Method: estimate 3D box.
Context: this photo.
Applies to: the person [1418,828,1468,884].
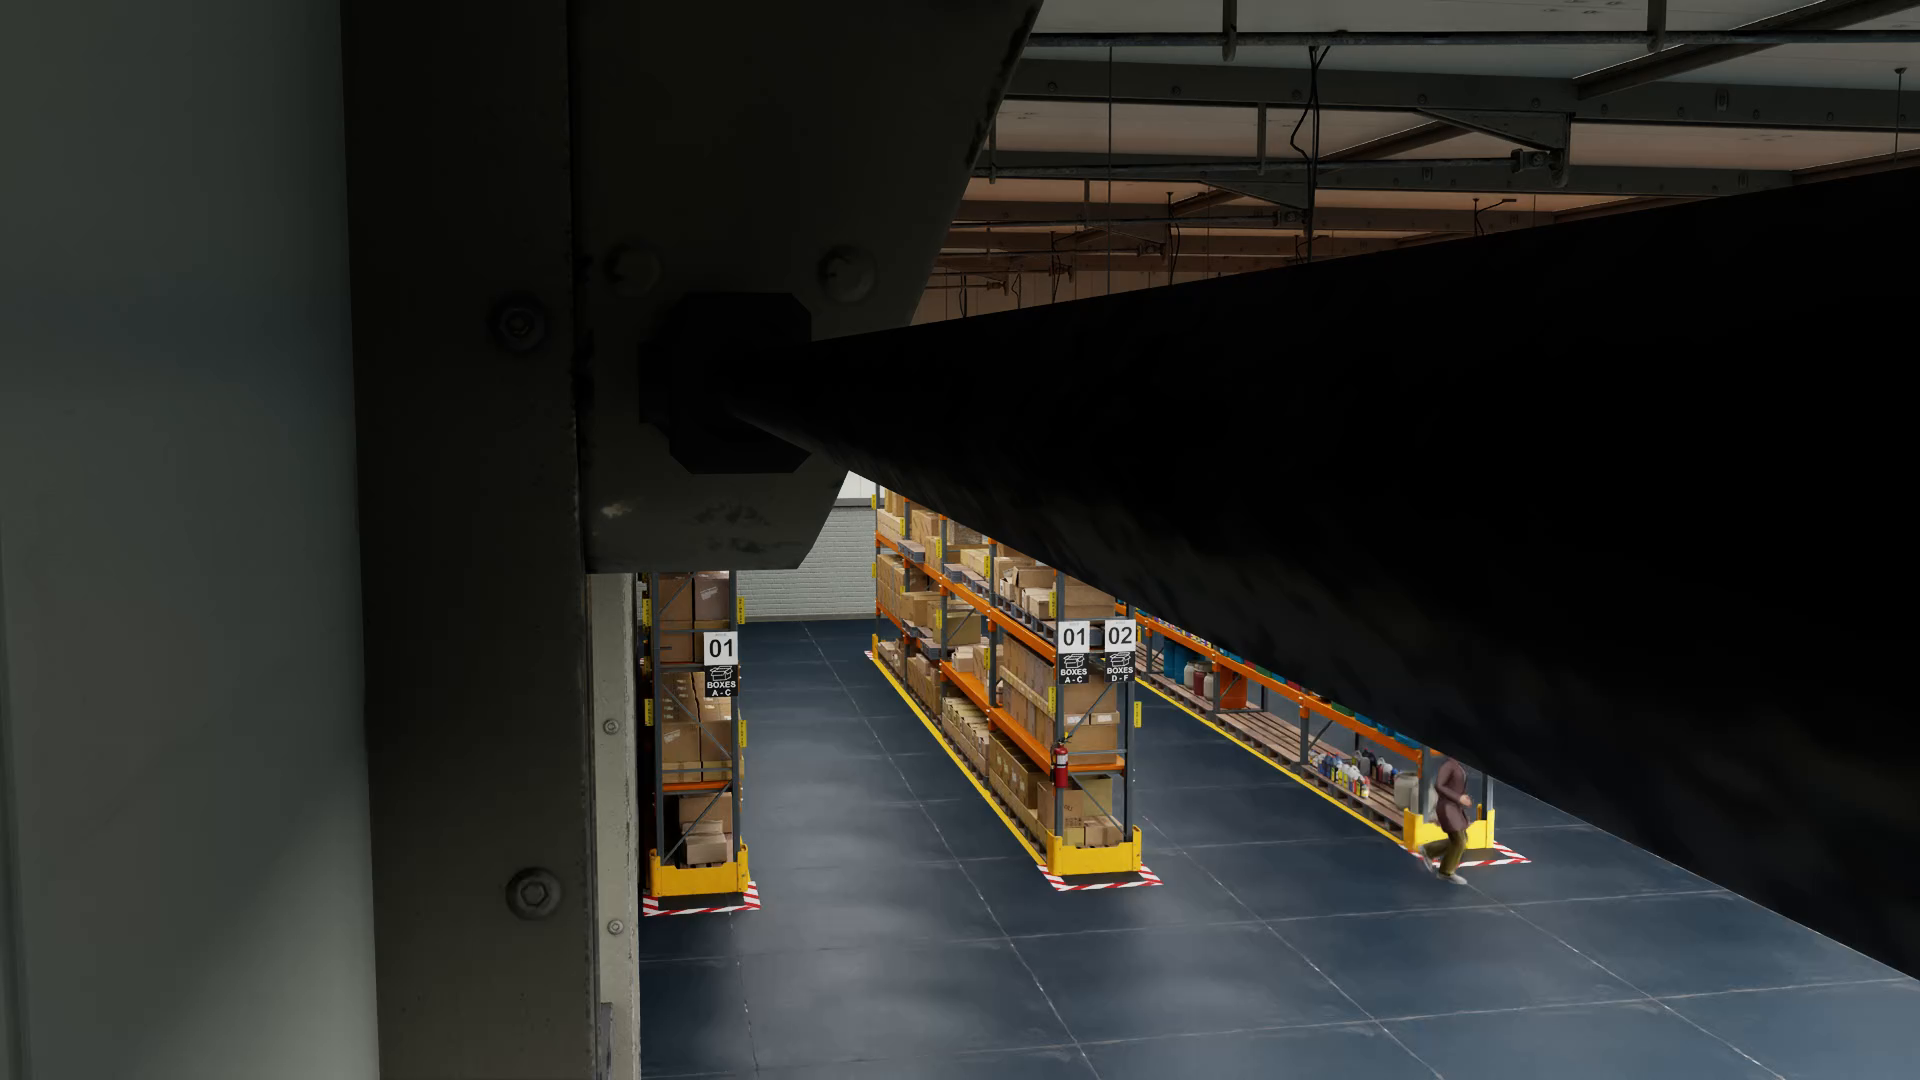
[{"bbox_3d":[6.035,3.707,20.725,0.645,1.044,0.371,4,7,32],"label":"person"}]
